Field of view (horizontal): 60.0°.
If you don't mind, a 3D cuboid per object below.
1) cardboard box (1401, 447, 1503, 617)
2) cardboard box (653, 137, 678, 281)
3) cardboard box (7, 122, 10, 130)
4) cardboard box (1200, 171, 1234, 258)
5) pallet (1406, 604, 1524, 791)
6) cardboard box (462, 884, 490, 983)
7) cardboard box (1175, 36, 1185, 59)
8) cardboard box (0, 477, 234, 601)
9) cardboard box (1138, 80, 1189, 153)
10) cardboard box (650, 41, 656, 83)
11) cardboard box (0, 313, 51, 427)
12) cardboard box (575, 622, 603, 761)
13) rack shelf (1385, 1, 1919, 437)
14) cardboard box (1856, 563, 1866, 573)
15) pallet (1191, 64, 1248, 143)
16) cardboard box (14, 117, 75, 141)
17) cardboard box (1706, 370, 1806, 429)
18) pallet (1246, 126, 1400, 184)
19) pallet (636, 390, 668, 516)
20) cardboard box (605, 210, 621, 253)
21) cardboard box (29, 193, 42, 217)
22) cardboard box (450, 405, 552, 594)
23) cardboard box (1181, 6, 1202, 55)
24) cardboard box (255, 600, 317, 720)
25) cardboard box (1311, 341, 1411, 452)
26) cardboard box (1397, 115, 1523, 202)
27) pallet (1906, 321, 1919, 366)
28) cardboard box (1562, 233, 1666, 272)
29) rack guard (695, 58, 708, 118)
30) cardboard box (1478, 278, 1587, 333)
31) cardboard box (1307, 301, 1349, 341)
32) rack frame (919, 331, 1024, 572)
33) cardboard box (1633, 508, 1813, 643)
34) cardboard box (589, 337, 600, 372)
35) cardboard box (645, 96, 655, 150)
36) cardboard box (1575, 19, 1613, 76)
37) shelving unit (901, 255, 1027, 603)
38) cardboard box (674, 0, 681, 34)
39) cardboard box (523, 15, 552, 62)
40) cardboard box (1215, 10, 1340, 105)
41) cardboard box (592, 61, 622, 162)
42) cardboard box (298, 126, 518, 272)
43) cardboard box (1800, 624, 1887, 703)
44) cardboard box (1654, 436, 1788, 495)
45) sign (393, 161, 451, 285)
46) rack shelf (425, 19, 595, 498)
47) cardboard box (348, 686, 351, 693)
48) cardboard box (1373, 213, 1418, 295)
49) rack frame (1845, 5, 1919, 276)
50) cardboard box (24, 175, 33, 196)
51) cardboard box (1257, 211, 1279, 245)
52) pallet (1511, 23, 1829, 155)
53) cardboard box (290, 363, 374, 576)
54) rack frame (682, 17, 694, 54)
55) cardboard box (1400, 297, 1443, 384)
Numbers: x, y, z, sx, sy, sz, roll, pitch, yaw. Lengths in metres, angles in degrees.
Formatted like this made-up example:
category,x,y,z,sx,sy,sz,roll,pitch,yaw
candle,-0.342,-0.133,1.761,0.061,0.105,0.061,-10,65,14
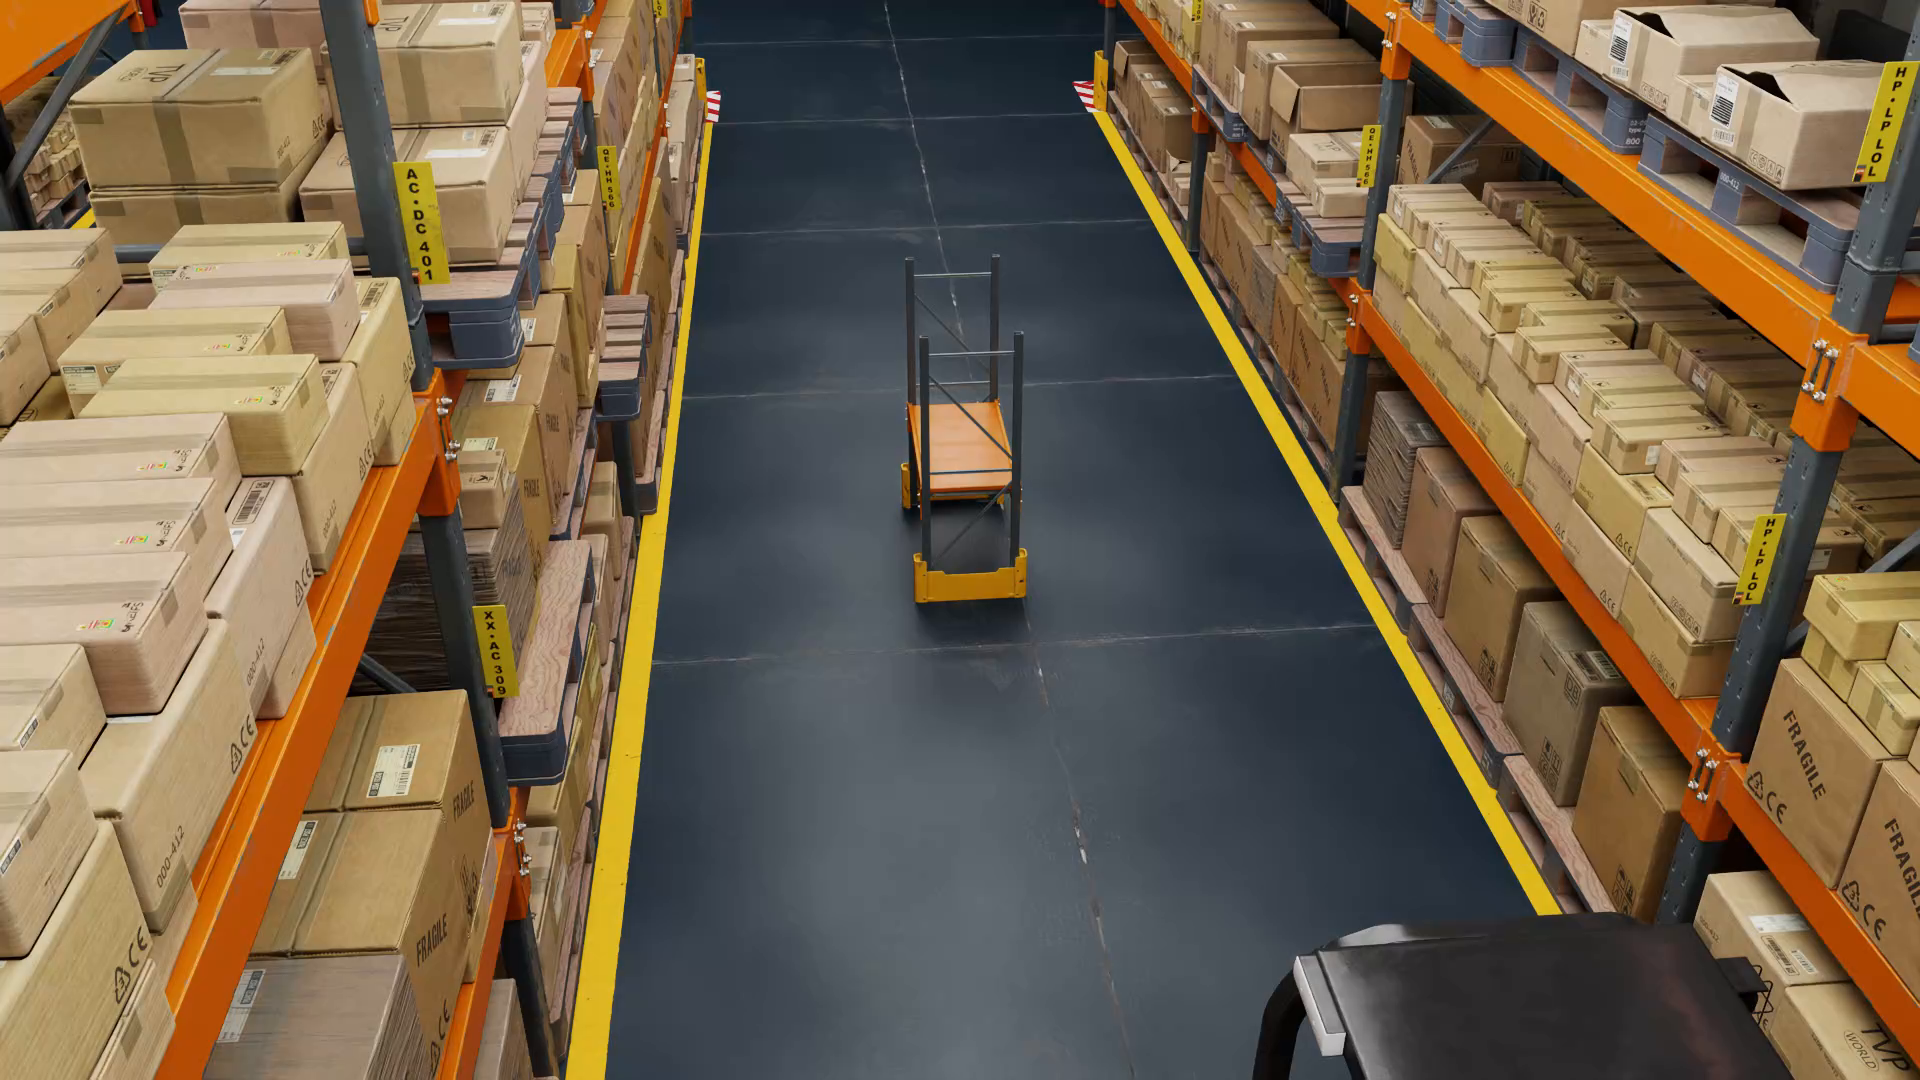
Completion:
category,x,y,z,sx,sy,sz,roll,pitch,yaw
cardboard box,2.766,-0.056,8.325,0.875,0.625,0.625,-2,31,-3
cardboard box,-2.525,-2.306,11.848,0.875,0.875,0.875,-2,31,-3
cardboard box,-8.102,-3.361,13.742,0.380,0.149,0.250,-2,31,-4
cardboard box,2.100,-2.439,12.437,0.500,0.500,0.500,-1,31,-2
pallet,2.801,0.693,7.884,1.003,0.211,1.213,-3,31,-5
cardboard box,-1.552,1.118,4.697,0.380,0.149,0.250,-2,31,-3
cardboard box,1.903,-3.896,13.093,0.380,0.149,0.250,-2,31,-3
cardboard box,-1.480,0.022,2.830,0.380,0.149,0.250,-2,31,-4
cardboard box,1.859,-3.710,14.563,0.500,0.500,0.500,-2,31,-4
cardboard box,-2.380,-3.287,11.487,0.500,0.250,0.500,-3,31,-5
cardboard box,-2.142,-0.345,3.445,0.380,0.149,0.250,-4,31,-6
cardboard box,-2.104,0.692,7.319,0.950,0.372,0.625,-2,31,-3
rack shelf,2.839,-1.506,6.622,1.077,0.370,4.000,-3,31,-5
cardboard box,3.234,0.073,5.862,0.500,0.250,0.500,-3,31,-5
pallet,2.245,-3.094,11.693,1.003,0.211,1.213,-3,31,-5
cardboard box,-7.581,-3.391,13.792,0.380,0.149,0.250,-4,31,-6
cardboard box,3.169,-0.542,6.501,0.380,0.149,0.250,-3,31,-5
pallet,2.466,-2.458,10.627,1.003,0.211,1.213,-3,31,-5
pallet,-2.288,-0.517,9.910,1.003,0.211,1.213,-3,31,-5
cardboard box,-2.091,-1.729,8.878,0.500,0.250,0.500,-3,31,-5
cardboard box,-7.469,-2.607,13.060,0.380,0.149,0.250,-3,31,-6
cardboard box,-1.721,-0.126,5.738,0.500,0.500,0.500,-3,31,-4
cardboard box,1.988,-3.902,12.713,0.500,0.250,0.500,-2,31,-3
cardboard box,-1.500,0.227,3.265,0.380,0.149,0.250,-2,31,-3
cardboard box,2.399,-0.861,9.794,0.500,0.500,0.500,-2,31,-3
cardboard box,2.760,-2.041,9.235,0.500,0.500,0.500,-1,31,-2
pallet,3.132,-0.321,4.024,1.003,0.211,1.213,-3,31,-5
cardboard box,3.076,-1.327,7.817,0.380,0.149,0.250,-3,31,-6
rack guard,-3.039,-4.332,16.014,1.175,0.500,0.348,-3,31,-5
cardboard box,2.520,-1.034,7.326,0.380,0.149,0.250,-2,31,-4
cardboard box,2.298,-1.311,9.916,0.380,0.149,0.250,-4,31,-7
rack frame,0.055,-0.341,8.358,0.500,1.500,0.032,-3,31,-5
cardboard box,2.726,0.106,5.807,0.500,0.250,0.500,-3,31,-6
cardboard box,-1.843,-0.836,7.559,0.380,0.149,0.250,-4,31,-7
cardboard box,-2.324,-2.809,11.174,0.500,0.250,0.500,-3,31,-5
cardboard box,2.549,-1.849,6.234,0.380,0.149,0.250,-3,31,-5
shelving unit,0.007,-0.605,8.800,0.587,1.500,1.083,-3,31,-5
cardboard box,-2.577,-4.420,13.627,0.500,0.500,0.500,-2,31,-3
cardboard box,-2.019,-2.211,7.346,0.380,0.149,0.250,-3,31,-5
cardboard box,2.150,-3.291,11.328,0.700,0.500,0.500,-2,31,-4
cardboard box,-2.148,-2.297,9.097,0.500,0.500,0.500,-3,31,-4
cardboard box,-1.571,-0.987,4.789,0.500,0.250,0.500,-4,31,-6
cardboard box,2.794,0.348,5.012,0.380,0.149,0.250,-3,31,-5
cardboard box,2.761,-0.249,6.012,0.380,0.149,0.250,-3,31,-5
sign,-1.376,-0.806,4.244,0.100,0.325,0.005,-3,31,-5
rack shelf,-2.102,-1.266,6.221,1.077,0.370,4.000,-3,31,-5
cardboard box,-2.187,0.158,5.263,0.500,0.500,0.500,-3,31,-6
cardboard box,2.426,-1.459,8.426,0.500,0.250,0.500,-3,31,-5
rack frame,3.026,-2.081,3.959,1.000,3.000,0.127,-3,31,-5
cardboard box,-7.491,-2.732,12.979,0.380,0.149,0.250,-4,31,-7
cardboard box,2.232,-2.116,11.263,0.380,0.149,0.250,-2,31,-3
pallet,2.912,-1.842,6.667,1.003,0.211,1.213,-1,31,-2
cardboard box,-1.558,-0.147,3.501,0.500,0.250,0.500,-3,31,-5
rack frame,-3.037,-5.393,15.353,1.000,3.000,0.127,-3,31,-5
cardboard box,2.493,-0.988,8.126,0.500,0.250,0.500,-3,31,-6
